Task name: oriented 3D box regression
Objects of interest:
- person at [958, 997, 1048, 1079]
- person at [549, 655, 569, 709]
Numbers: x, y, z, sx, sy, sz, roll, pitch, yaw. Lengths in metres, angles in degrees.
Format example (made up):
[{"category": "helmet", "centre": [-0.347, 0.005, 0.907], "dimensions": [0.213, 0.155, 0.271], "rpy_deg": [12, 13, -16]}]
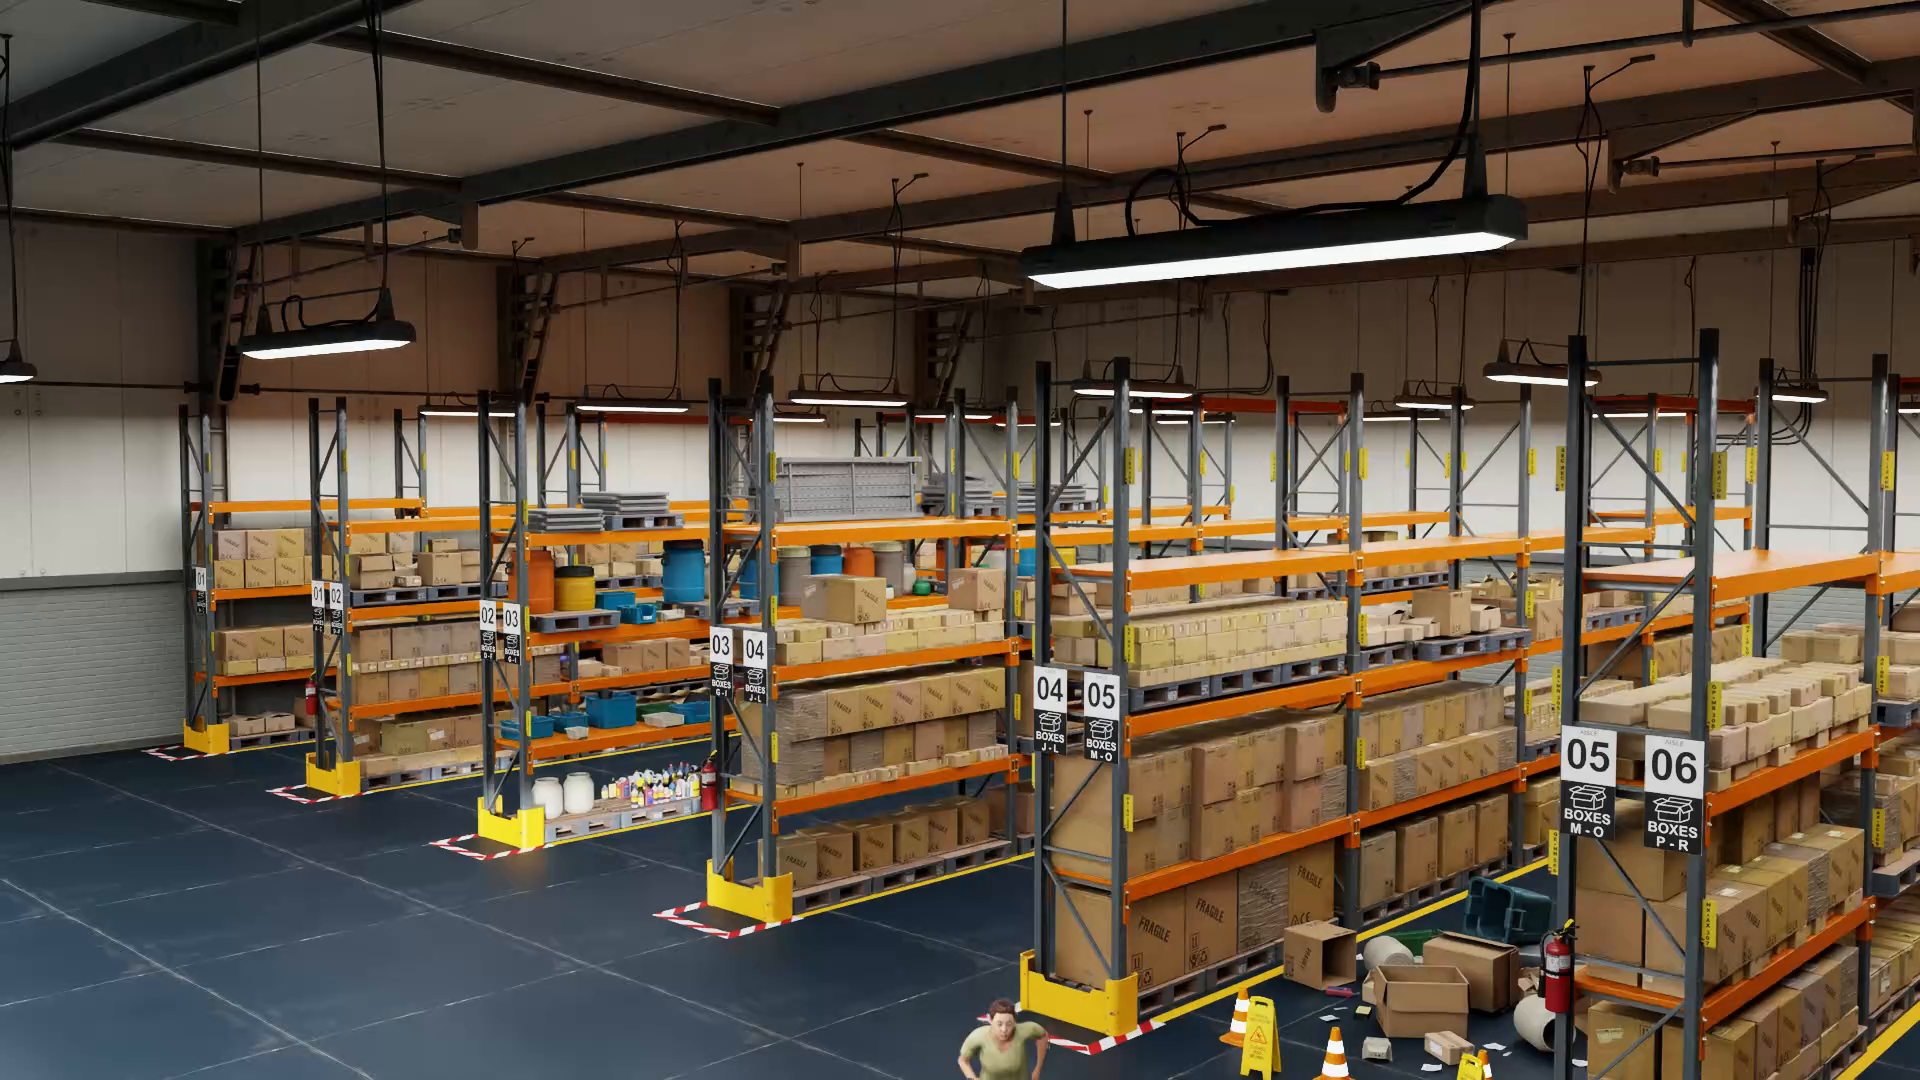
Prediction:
[{"category": "person", "centre": [0.282, 3.790, 11.247], "dimensions": [0.614, 1.624, 1.005], "rpy_deg": [0, 3, -5]}, {"category": "person", "centre": [-7.570, 2.719, 31.056], "dimensions": [0.578, 1.622, 0.562], "rpy_deg": [2, 4, 37]}]
